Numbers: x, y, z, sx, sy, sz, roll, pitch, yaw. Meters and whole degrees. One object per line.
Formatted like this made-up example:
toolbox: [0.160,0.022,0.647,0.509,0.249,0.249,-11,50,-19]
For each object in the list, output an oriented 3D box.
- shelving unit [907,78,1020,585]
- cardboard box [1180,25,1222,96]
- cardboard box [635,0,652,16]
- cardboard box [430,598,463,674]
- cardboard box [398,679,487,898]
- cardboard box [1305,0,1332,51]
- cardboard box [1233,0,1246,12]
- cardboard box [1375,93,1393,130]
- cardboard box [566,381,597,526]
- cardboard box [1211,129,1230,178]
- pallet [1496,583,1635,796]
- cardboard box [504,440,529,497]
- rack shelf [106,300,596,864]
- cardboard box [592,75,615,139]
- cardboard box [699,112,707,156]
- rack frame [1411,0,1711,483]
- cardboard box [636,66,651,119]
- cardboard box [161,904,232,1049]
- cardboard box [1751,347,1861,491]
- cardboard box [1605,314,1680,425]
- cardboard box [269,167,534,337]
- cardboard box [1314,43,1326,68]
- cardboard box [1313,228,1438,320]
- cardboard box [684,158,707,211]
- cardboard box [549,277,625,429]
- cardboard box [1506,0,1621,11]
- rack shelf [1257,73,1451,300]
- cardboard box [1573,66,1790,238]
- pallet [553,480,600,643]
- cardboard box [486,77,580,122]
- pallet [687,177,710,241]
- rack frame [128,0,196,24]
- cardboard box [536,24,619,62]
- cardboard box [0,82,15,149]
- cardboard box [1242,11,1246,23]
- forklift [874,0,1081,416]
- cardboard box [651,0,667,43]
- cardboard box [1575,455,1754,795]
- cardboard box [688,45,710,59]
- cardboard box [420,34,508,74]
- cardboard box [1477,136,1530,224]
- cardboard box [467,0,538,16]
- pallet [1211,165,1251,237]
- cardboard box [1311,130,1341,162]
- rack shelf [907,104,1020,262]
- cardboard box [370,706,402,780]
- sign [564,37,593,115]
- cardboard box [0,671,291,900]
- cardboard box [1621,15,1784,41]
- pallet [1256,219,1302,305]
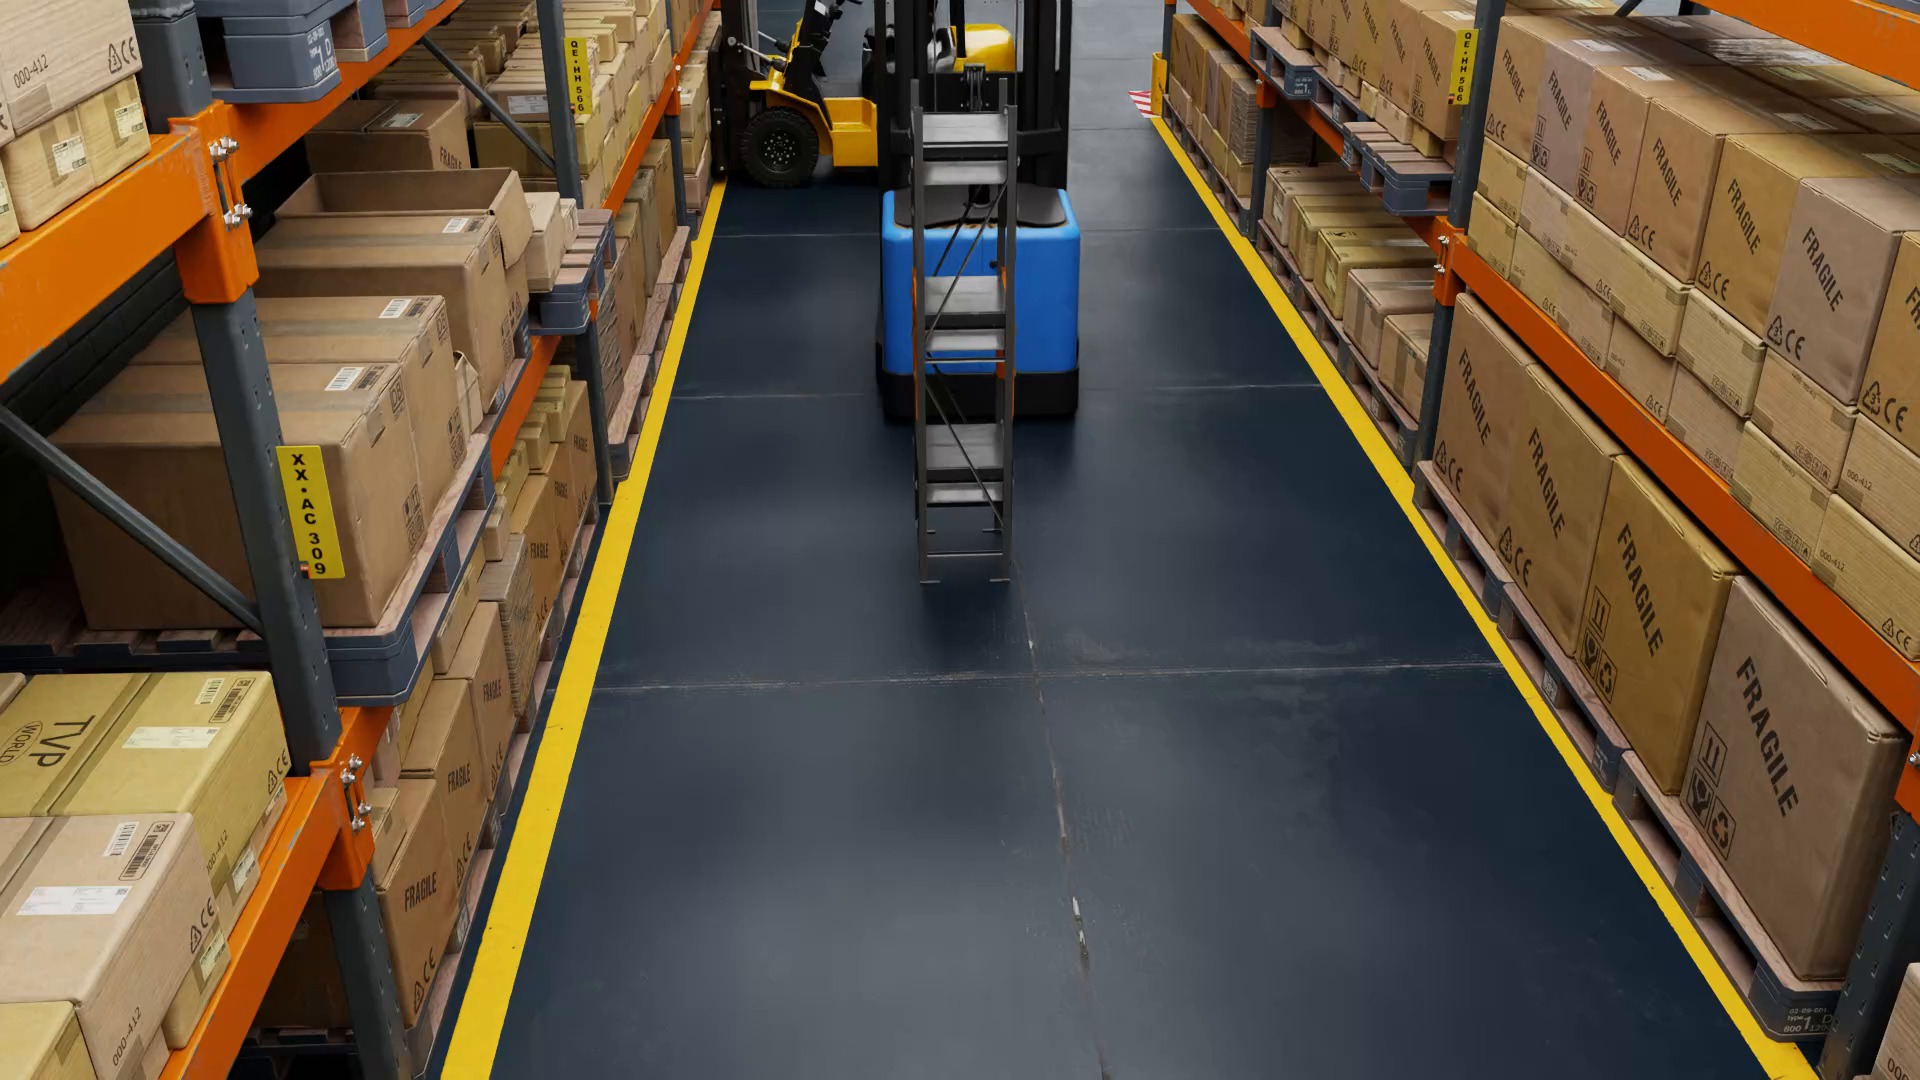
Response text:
shelving unit: [0.009,-0.855,7.118,0.431,2.100,0.503,-1,28,-3]
cardboard box: [2.148,-3.989,13.863,0.500,0.500,0.500,-2,28,-5]
cardboard box: [-2.022,-3.181,9.795,0.380,0.149,0.250,-2,28,-4]
cardboard box: [-1.855,0.318,5.445,0.380,0.149,0.250,-1,28,-3]
cardboard box: [-1.820,0.790,5.241,0.500,0.500,0.500,-2,28,-3]
cardboard box: [2.334,-3.153,9.668,0.500,0.500,0.500,-2,28,-3]
cardboard box: [2.252,-4.087,11.913,0.500,0.500,0.500,0,28,-1]
cardboard box: [2.365,-2.201,8.544,0.380,0.149,0.250,-3,28,-5]
cardboard box: [-1.954,-0.393,7.509,0.500,0.500,0.500,-1,28,-1]
cardboard box: [2.220,-2.953,12.688,0.500,0.250,0.500,-2,28,-4]
pallet: [2.792,0.538,6.491,1.003,0.211,1.213,-1,28,-3]
cardboard box: [-1.929,-0.278,6.586,0.380,0.149,0.250,-1,28,-1]
rack shelf: [-2.086,-0.263,5.788,1.077,0.370,4.000,-1,28,-3]
cardboard box: [-1.995,-2.102,8.159,0.500,0.250,0.500,-1,28,-1]
cardboard box: [-2.145,-3.005,12.246,0.500,0.250,0.500,-2,28,-3]
rack frame: [2.766,-1.627,7.625,1.000,3.000,0.127,-1,28,-3]
cardboard box: [-2.085,-2.597,9.649,0.500,0.250,0.500,-1,28,-2]
cardboard box: [-1.640,0.834,3.179,0.380,0.149,0.250,-1,28,-1]
cardboard box: [2.675,-0.363,4.824,0.500,0.250,0.500,-1,28,-1]
cardboard box: [2.635,-0.621,5.860,0.500,0.250,0.500,-1,28,-3]
cardboard box: [-1.921,-0.988,5.835,0.797,0.503,0.637,-2,28,-4]
cardboard box: [2.337,-2.922,9.926,0.380,0.149,0.250,-1,28,-2]
cardboard box: [2.666,-1.600,9.961,0.950,0.372,0.625,0,28,-1]
cardboard box: [-2.094,-2.551,11.916,0.500,0.250,0.500,-1,28,-2]
cardboard box: [-2.210,-0.927,8.397,0.875,0.625,0.625,-1,28,-1]
cardboard box: [2.939,-2.443,8.307,0.500,0.500,0.500,0,28,0]
rack shelf: [2.661,-2.231,9.563,1.077,0.370,4.000,-1,28,-3]
cardboard box: [2.595,-1.413,6.025,0.500,0.500,0.500,-1,28,-1]
pallet: [-2.190,0.077,7.374,1.003,0.211,1.213,-1,28,-3]
cardboard box: [-1.913,-1.991,7.515,0.380,0.149,0.250,-1,28,-1]
pallet: [-2.399,-2.484,12.285,1.003,0.211,1.213,-1,28,-3]
rack frame: [-1.982,-2.318,2.463,1.000,3.000,0.127,-1,28,-3]
cardboard box: [-1.991,-2.587,8.657,0.380,0.149,0.250,-1,28,-2]
cardboard box: [-1.669,-0.597,2.247,0.500,0.250,0.500,-2,28,-4]
cardboard box: [2.281,-3.856,12.172,0.380,0.149,0.250,-2,28,-3]
forklift: [0.062,-2.601,9.567,1.130,2.935,3.031,-1,28,-2]
cardboard box: [-2.119,-3.287,10.430,0.500,0.250,0.500,-2,28,-4]
cardboard box: [2.808,0.275,5.823,0.875,0.875,0.875,-1,28,-1]
cardboard box: [-2.185,-3.702,13.043,0.500,0.250,0.500,-2,28,-4]
cardboard box: [-2.506,-2.456,8.406,0.380,0.149,0.250,-2,28,-3]
cardboard box: [2.546,-1.542,7.084,0.500,0.250,0.500,-2,28,-3]
cardboard box: [-2.600,-3.043,9.532,0.380,0.149,0.250,-1,28,-3]
pallet: [2.487,-2.547,12.405,1.003,0.211,1.213,-1,28,-3]
cardboard box: [2.796,-3.053,12.067,0.500,0.500,0.500,0,28,0]
rack shelf: [0.009,-1.463,6.800,0.431,0.518,0.480,-1,28,-3]
cardboard box: [-1.796,0.554,4.671,0.380,0.149,0.250,-3,28,-5]
sign: [-1.649,-2.001,7.176,0.100,0.325,0.005,-1,28,-3]
cardboard box: [-1.712,0.506,3.377,0.500,0.250,0.500,-1,28,-1]
cardboard box: [3.054,-1.882,6.925,0.500,0.500,0.500,-2,28,-4]
pallet: [2.599,-1.878,11.123,1.003,0.211,1.213,-1,28,-3]
